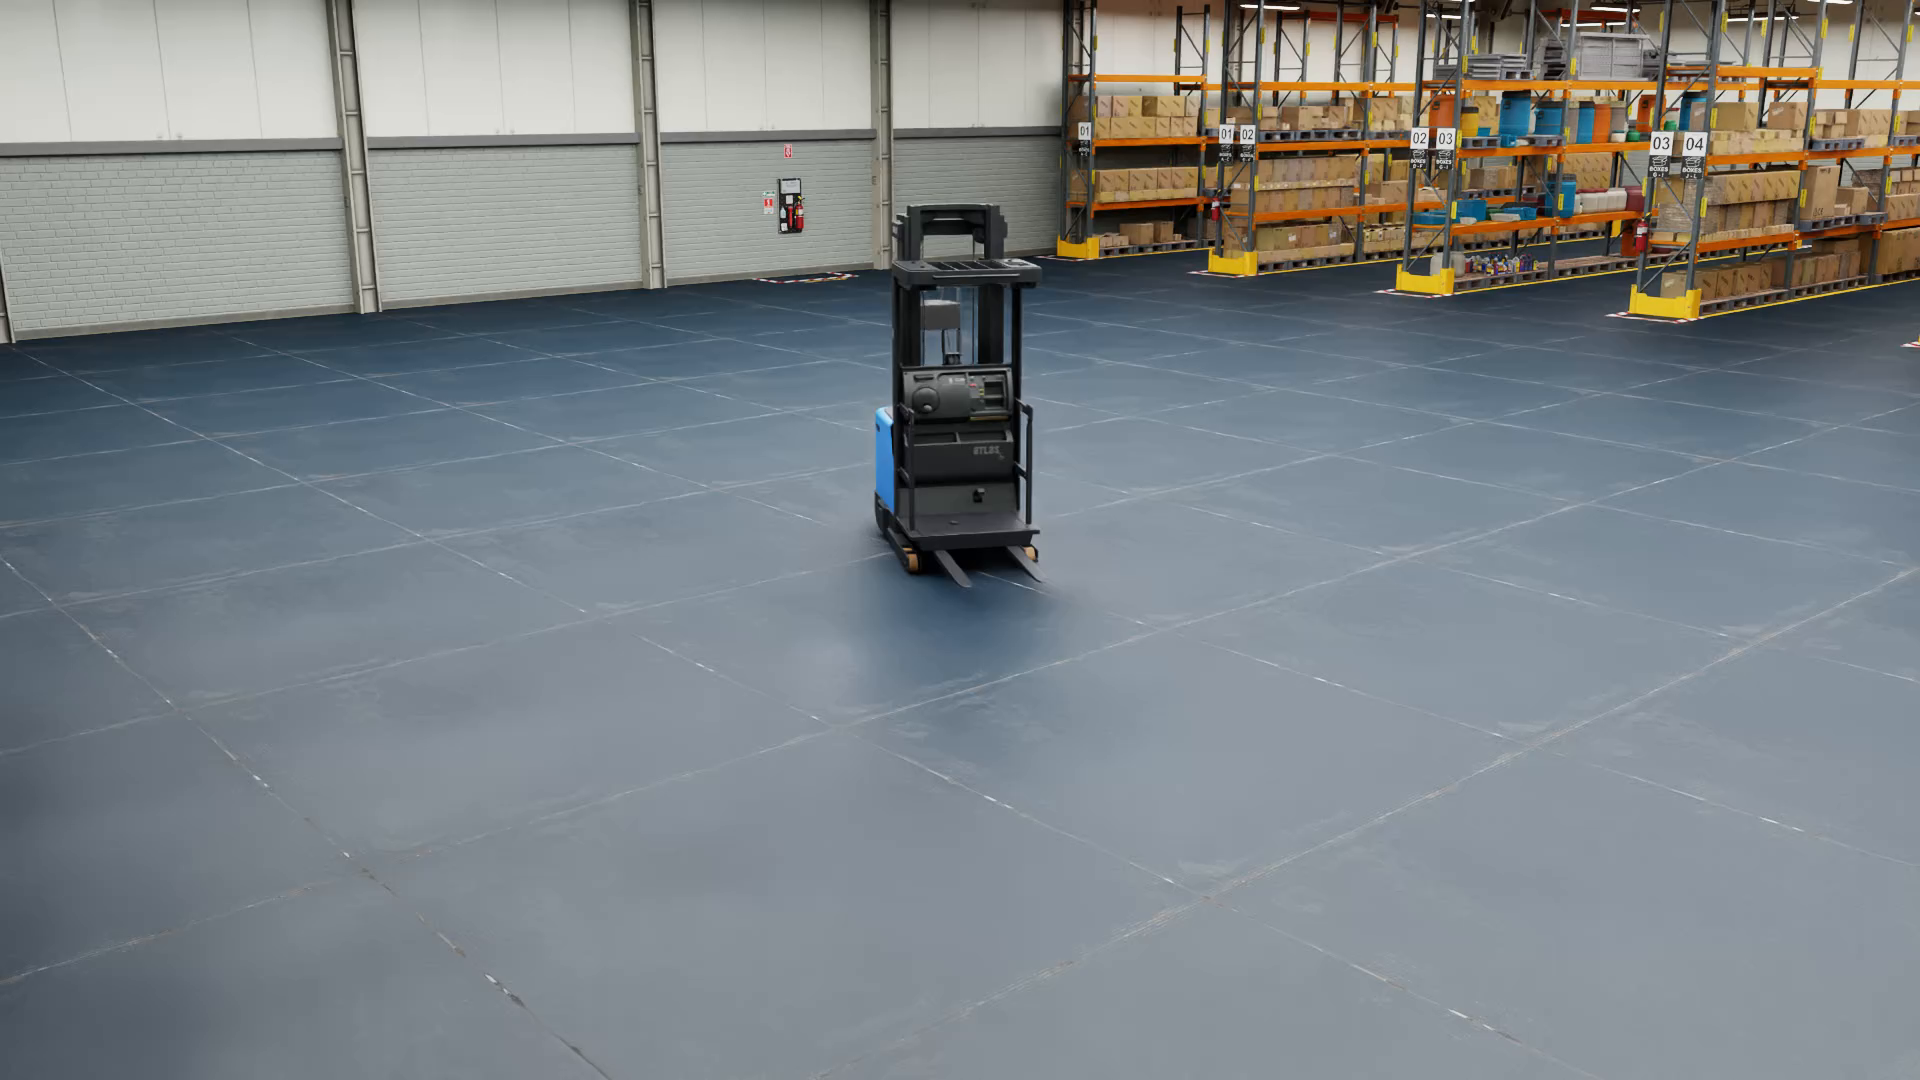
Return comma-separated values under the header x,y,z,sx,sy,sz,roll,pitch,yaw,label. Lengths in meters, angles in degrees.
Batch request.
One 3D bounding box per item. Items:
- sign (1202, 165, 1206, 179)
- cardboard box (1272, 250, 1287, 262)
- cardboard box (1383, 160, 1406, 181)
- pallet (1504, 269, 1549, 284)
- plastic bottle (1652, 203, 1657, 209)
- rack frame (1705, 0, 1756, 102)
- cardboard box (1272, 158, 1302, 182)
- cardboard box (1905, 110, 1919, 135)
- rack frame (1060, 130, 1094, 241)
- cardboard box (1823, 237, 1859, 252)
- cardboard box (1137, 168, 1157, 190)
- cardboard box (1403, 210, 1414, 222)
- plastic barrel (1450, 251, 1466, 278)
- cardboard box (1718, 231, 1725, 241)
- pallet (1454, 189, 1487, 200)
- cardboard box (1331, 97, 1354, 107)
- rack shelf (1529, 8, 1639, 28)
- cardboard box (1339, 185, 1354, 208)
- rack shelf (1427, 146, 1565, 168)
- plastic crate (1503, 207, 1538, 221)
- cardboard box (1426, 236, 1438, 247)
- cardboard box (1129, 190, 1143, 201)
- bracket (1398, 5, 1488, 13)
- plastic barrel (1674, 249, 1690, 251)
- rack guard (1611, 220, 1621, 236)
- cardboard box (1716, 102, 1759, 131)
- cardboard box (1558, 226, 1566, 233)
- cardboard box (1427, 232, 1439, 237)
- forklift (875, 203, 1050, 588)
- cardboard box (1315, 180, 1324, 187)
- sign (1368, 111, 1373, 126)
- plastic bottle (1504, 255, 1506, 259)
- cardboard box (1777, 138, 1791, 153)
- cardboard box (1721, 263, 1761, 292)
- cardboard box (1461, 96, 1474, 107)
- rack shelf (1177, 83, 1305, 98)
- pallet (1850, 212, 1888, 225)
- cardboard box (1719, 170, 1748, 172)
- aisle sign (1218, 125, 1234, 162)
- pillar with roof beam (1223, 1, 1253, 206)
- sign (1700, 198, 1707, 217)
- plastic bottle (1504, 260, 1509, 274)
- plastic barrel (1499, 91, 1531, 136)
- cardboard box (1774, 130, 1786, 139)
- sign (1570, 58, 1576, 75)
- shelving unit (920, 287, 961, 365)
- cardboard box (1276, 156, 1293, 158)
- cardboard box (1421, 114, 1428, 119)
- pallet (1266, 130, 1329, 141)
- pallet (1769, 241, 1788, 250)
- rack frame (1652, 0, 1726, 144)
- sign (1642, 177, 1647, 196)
x,y,z,sx,sy,sz,roll,pitch,yaw,label
6.207,-9.364,42.316,0.005,0.325,0.100,-13,19,-39,sign
7.007,-6.416,37.471,0.500,0.250,0.500,-13,19,-39,cardboard box
12.300,-10.639,48.185,0.700,0.700,0.980,-12,19,-39,cardboard box
11.814,-5.668,35.562,1.213,0.211,1.003,-13,19,-39,pallet
15.905,-7.749,38.189,0.135,0.276,0.152,-13,19,-39,plastic bottle
18.383,-11.375,39.897,0.127,3.000,1.000,-13,19,-39,rack frame
7.256,-8.345,37.471,0.500,0.500,0.700,-13,19,-39,cardboard box
20.144,-8.887,35.381,0.637,0.503,0.797,-13,20,-40,cardboard box
2.828,-8.372,40.281,0.127,3.000,1.000,-13,19,-39,rack frame
18.131,-6.082,34.247,0.500,0.250,0.500,-12,19,-37,cardboard box
4.540,-8.952,41.250,0.500,0.500,0.500,-12,19,-38,cardboard box
12.893,-9.592,48.876,0.500,0.500,0.700,-13,20,-40,cardboard box
10.155,-5.656,34.118,0.421,0.512,0.421,0,15,0,plastic barrel
13.528,-5.484,29.956,0.250,0.149,0.380,-13,19,-39,cardboard box
12.582,-8.800,42.253,1.003,0.211,1.213,-13,19,-39,pallet
10.724,-12.257,46.514,0.500,0.250,0.500,-13,20,-41,cardboard box
16.643,-13.937,44.442,4.000,0.370,1.077,-13,19,-39,rack shelf
8.769,-8.058,38.911,0.500,0.500,0.700,-13,20,-41,cardboard box
10.840,-7.884,34.035,4.000,0.370,1.077,-13,19,-39,rack shelf
11.692,-6.809,34.717,0.616,0.251,0.499,-13,19,-39,plastic crate
11.494,-7.414,41.206,0.500,0.250,0.500,-13,20,-40,cardboard box
4.175,-8.506,41.034,0.500,0.250,0.500,-13,20,-40,cardboard box
14.330,-15.767,49.366,4.783,0.066,0.076,-13,19,-39,bracket
17.428,-7.457,40.106,0.708,0.901,0.600,-13,19,-39,plastic barrel
18.095,-8.898,47.095,0.348,0.500,1.175,-13,19,-39,rack guard
13.879,-7.561,29.693,0.500,0.500,0.500,-13,20,-40,cardboard box
16.239,-8.463,45.257,0.250,0.166,0.380,-13,19,-39,cardboard box
11.496,-7.683,41.129,0.500,0.311,0.500,-13,20,-40,cardboard box
0.032,-1.245,13.731,1.130,2.935,3.031,-3,15,-12,forklift
8.076,-8.145,37.981,0.250,0.149,0.380,-12,19,-38,cardboard box
9.465,-9.716,38.342,0.005,0.325,0.100,-13,19,-39,sign
11.665,-5.972,35.706,0.133,0.283,0.061,-13,19,-39,plastic bottle
15.026,-7.319,30.817,0.500,0.250,0.500,-12,19,-38,cardboard box
14.845,-4.994,31.663,0.500,0.500,0.500,-6,16,-22,cardboard box
12.450,-10.817,41.490,0.500,0.500,0.500,-13,19,-39,cardboard box
7.354,-11.746,43.457,4.000,0.370,1.077,-13,19,-39,rack shelf
18.150,-6.600,34.019,1.003,0.211,1.213,-13,19,-39,pallet
14.340,-6.636,31.072,0.500,0.500,0.500,-13,19,-39,cardboard box
5.840,-8.711,36.510,0.004,0.787,0.394,-13,19,-39,aisle sign
10.140,-11.736,41.249,0.548,9.000,9.100,-13,19,-39,pillar with roof beam
12.938,-5.792,28.944,0.005,0.325,0.100,-13,19,-39,sign
11.390,-5.694,34.688,0.097,0.271,0.097,0,15,0,plastic bottle
11.527,-8.868,34.538,0.708,0.901,0.600,-13,19,-39,plastic barrel
14.959,-7.476,30.633,0.250,0.149,0.380,-13,20,-41,cardboard box
12.701,-9.810,34.442,0.005,0.325,0.100,-13,19,-39,sign
-0.297,-1.307,15.565,0.503,2.100,0.431,-7,16,-24,shelving unit
9.034,-10.419,45.681,0.500,0.250,0.500,-12,19,-38,cardboard box
13.350,-12.271,48.346,0.500,0.250,0.500,-13,20,-41,cardboard box
7.553,-9.137,37.505,1.213,0.211,1.003,-13,19,-39,pallet
20.753,-7.675,43.073,1.213,0.211,1.003,-13,19,-39,pallet
12.582,-8.378,28.677,0.127,3.000,1.000,-13,19,-39,rack frame
12.233,-6.303,29.678,0.005,0.325,0.100,-13,19,-39,sign
